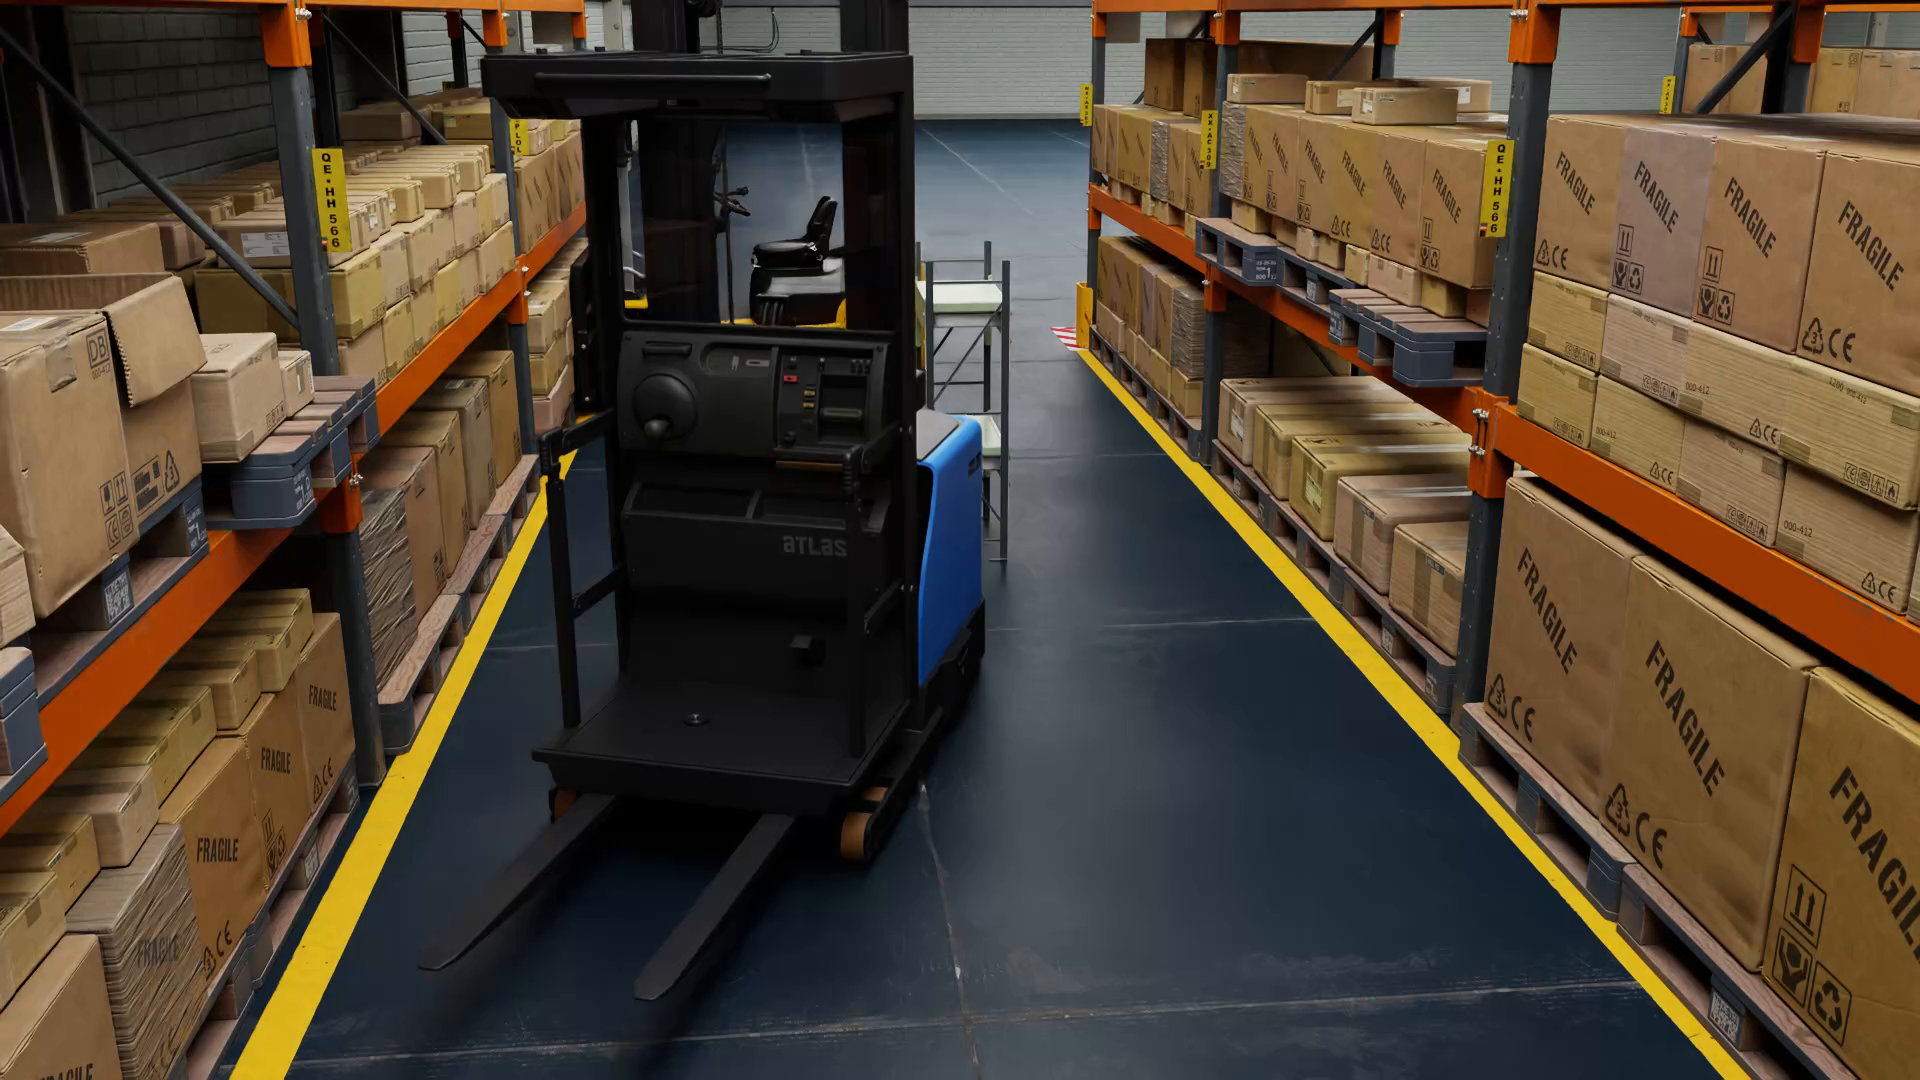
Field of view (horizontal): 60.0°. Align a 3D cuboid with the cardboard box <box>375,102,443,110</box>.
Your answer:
[{"bbox_3d":[-3.422,-2.635,10.317,0.380,0.149,0.250,-2,18,-7],"label":"cardboard box"}]

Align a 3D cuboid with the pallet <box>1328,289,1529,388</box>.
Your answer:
[{"bbox_3d":[2.202,-0.826,6.619,1.213,0.211,1.003,-2,18,-6],"label":"pallet"}]

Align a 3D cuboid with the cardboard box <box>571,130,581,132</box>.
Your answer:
[{"bbox_3d":[-3.068,-2.846,12.569,0.500,0.500,0.500,-2,18,-7],"label":"cardboard box"}]

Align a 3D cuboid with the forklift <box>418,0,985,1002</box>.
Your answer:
[{"bbox_3d":[-0.743,-0.482,5.320,1.130,2.935,3.031,4,18,13],"label":"forklift"}]

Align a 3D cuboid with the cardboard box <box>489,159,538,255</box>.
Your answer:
[{"bbox_3d":[-2.754,-1.933,9.661,0.500,0.500,0.500,-2,18,-7],"label":"cardboard box"}]

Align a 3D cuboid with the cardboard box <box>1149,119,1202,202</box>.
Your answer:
[{"bbox_3d":[1.558,-2.522,11.038,0.500,0.500,0.500,-1,17,-4],"label":"cardboard box"}]

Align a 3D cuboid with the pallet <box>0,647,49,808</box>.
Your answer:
[{"bbox_3d":[-2.117,0.488,2.435,1.003,0.211,1.213,-2,18,-6],"label":"pallet"}]

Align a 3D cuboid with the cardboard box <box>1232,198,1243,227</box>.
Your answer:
[{"bbox_3d":[1.712,-1.806,9.140,0.380,0.149,0.250,-2,17,-5],"label":"cardboard box"}]

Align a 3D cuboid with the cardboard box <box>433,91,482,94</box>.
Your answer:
[{"bbox_3d":[-3.513,-3.098,11.791,0.380,0.149,0.250,-2,18,-5],"label":"cardboard box"}]

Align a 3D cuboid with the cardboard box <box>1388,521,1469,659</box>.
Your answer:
[{"bbox_3d":[2.333,0.177,6.793,0.950,0.372,0.625,-3,18,-9],"label":"cardboard box"}]

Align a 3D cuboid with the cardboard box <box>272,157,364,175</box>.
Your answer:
[{"bbox_3d":[-3.098,-1.760,8.025,0.380,0.149,0.250,-2,18,-6],"label":"cardboard box"}]

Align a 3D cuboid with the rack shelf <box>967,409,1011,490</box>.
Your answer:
[{"bbox_3d":[-0.001,-0.407,8.556,0.431,0.370,0.720,-2,18,-6],"label":"rack shelf"}]

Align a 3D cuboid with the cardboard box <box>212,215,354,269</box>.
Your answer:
[{"bbox_3d":[-2.295,-1.015,5.652,0.380,0.149,0.250,-1,17,-4],"label":"cardboard box"}]

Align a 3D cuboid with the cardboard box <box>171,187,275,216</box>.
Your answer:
[{"bbox_3d":[-2.939,-1.306,6.580,0.380,0.149,0.250,-2,18,-6],"label":"cardboard box"}]

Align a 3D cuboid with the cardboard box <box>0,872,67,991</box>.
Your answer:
[{"bbox_3d":[-2.112,0.819,3.451,0.380,0.149,0.250,-1,17,-4],"label":"cardboard box"}]

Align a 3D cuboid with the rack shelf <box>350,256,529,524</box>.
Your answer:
[{"bbox_3d":[-2.762,-0.806,7.439,1.077,0.370,4.000,-2,18,-6],"label":"rack shelf"}]

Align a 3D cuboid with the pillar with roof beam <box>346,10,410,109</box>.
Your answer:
[{"bbox_3d":[0.077,-5.697,11.800,9.100,9.000,0.400,-2,18,-6],"label":"pillar with roof beam"}]

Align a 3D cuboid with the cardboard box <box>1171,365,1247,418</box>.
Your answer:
[{"bbox_3d":[1.641,-0.956,10.604,0.500,0.250,0.500,-1,17,-3],"label":"cardboard box"}]

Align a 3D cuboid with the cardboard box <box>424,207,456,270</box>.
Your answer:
[{"bbox_3d":[-2.522,-1.318,7.282,0.500,0.250,0.500,-2,17,-5],"label":"cardboard box"}]

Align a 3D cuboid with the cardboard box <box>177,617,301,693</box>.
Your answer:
[{"bbox_3d":[-2.193,0.349,4.947,0.380,0.149,0.250,-3,18,-9],"label":"cardboard box"}]

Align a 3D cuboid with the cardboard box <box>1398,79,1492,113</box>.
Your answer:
[{"bbox_3d":[2.377,-2.183,8.175,0.380,0.149,0.250,-3,18,-8],"label":"cardboard box"}]

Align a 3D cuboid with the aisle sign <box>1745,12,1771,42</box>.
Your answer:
[{"bbox_3d":[6.761,-4.545,13.807,0.394,0.787,0.004,-2,18,-6],"label":"aisle sign"}]

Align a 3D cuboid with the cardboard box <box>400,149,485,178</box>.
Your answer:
[{"bbox_3d":[-2.667,-1.931,8.571,0.380,0.149,0.250,-2,18,-6],"label":"cardboard box"}]

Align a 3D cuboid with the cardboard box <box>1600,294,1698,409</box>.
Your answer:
[{"bbox_3d":[2.240,-0.562,4.877,0.500,0.250,0.500,-1,17,-4],"label":"cardboard box"}]

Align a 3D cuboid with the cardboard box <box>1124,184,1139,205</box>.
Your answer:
[{"bbox_3d":[1.413,-2.555,12.226,0.380,0.149,0.250,-1,17,-4],"label":"cardboard box"}]

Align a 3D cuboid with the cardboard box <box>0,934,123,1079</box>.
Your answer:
[{"bbox_3d":[-2.081,1.172,3.408,0.500,0.500,0.500,-2,18,-7],"label":"cardboard box"}]

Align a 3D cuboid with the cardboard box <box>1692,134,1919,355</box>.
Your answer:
[{"bbox_3d":[2.288,-0.776,4.306,0.500,0.500,0.500,-1,17,-4],"label":"cardboard box"}]

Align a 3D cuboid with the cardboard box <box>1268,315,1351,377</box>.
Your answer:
[{"bbox_3d":[2.177,-1.330,10.544,0.500,0.500,0.500,-1,17,-3],"label":"cardboard box"}]

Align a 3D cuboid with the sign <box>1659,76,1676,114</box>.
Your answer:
[{"bbox_3d":[5.917,-3.710,13.909,0.100,0.325,0.005,-2,18,-6],"label":"sign"}]

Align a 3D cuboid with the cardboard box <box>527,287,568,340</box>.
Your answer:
[{"bbox_3d":[-2.748,-1.417,10.404,0.500,0.250,0.500,-2,18,-6],"label":"cardboard box"}]

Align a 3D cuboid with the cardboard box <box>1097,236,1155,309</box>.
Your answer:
[{"bbox_3d":[1.368,-2.082,12.938,0.500,0.500,0.500,-2,18,-7],"label":"cardboard box"}]

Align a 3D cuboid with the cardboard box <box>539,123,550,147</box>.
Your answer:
[{"bbox_3d":[-2.843,-2.588,10.663,0.380,0.149,0.250,-2,18,-7],"label":"cardboard box"}]

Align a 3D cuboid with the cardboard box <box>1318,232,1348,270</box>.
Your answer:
[{"bbox_3d":[1.875,-1.338,7.650,0.380,0.149,0.250,-2,18,-7],"label":"cardboard box"}]

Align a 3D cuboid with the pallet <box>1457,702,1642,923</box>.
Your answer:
[{"bbox_3d":[2.388,0.859,5.587,1.003,0.211,1.213,-2,18,-6],"label":"pallet"}]

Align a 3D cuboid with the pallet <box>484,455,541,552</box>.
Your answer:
[{"bbox_3d":[-2.853,-0.197,8.951,1.003,0.211,1.213,-2,18,-6],"label":"pallet"}]

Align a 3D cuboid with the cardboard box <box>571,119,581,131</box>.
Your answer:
[{"bbox_3d":[-3.010,-3.124,12.372,0.380,0.149,0.250,-1,17,-5],"label":"cardboard box"}]

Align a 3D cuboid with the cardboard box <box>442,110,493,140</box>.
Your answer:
[{"bbox_3d":[-2.706,-2.349,9.404,0.380,0.149,0.250,-1,17,-5],"label":"cardboard box"}]

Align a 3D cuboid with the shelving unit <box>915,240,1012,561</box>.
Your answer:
[{"bbox_3d":[-0.001,-0.718,8.459,0.431,1.500,0.755,-2,18,-6],"label":"shelving unit"}]

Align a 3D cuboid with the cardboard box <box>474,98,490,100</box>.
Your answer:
[{"bbox_3d":[-2.961,-2.804,10.853,0.380,0.149,0.250,-2,18,-5],"label":"cardboard box"}]

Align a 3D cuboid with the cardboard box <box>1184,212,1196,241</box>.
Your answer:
[{"bbox_3d":[1.600,-1.940,10.270,0.380,0.149,0.250,-1,17,-4],"label":"cardboard box"}]

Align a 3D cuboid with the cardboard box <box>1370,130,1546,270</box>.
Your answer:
[{"bbox_3d":[1.994,-1.379,6.696,0.500,0.500,0.500,-2,18,-7],"label":"cardboard box"}]

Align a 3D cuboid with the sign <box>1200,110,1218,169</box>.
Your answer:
[{"bbox_3d":[1.430,-2.294,9.531,0.100,0.325,0.005,-2,18,-6],"label":"sign"}]

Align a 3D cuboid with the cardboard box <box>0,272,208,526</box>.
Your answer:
[{"bbox_3d":[-2.203,-0.323,3.824,0.797,0.503,0.637,-2,18,-7],"label":"cardboard box"}]

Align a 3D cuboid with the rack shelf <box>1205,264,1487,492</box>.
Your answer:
[{"bbox_3d":[2.175,-0.961,7.931,1.077,0.370,4.000,-2,18,-6],"label":"rack shelf"}]

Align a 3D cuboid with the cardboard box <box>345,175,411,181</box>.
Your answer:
[{"bbox_3d":[-2.562,-1.474,7.113,0.380,0.149,0.250,-2,18,-6],"label":"cardboard box"}]

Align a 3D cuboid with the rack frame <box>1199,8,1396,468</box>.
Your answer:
[{"bbox_3d":[1.969,-1.900,9.721,1.000,3.000,0.127,-2,18,-6],"label":"rack frame"}]

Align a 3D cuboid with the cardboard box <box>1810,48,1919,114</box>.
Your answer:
[{"bbox_3d":[6.724,-3.264,12.012,0.875,0.550,0.500,-2,18,-6],"label":"cardboard box"}]

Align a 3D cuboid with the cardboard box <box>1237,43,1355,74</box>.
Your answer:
[{"bbox_3d":[2.108,-2.857,10.437,0.700,0.500,0.500,-2,18,-5],"label":"cardboard box"}]

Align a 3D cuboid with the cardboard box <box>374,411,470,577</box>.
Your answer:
[{"bbox_3d":[-2.751,-0.202,7.577,0.875,0.625,0.625,-3,18,-8],"label":"cardboard box"}]

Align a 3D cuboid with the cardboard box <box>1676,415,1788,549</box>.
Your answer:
[{"bbox_3d":[2.301,-0.174,4.474,0.500,0.250,0.500,-1,17,-4],"label":"cardboard box"}]

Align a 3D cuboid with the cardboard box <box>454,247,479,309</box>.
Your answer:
[{"bbox_3d":[-2.578,-1.233,7.848,0.500,0.250,0.500,-2,18,-5],"label":"cardboard box"}]
